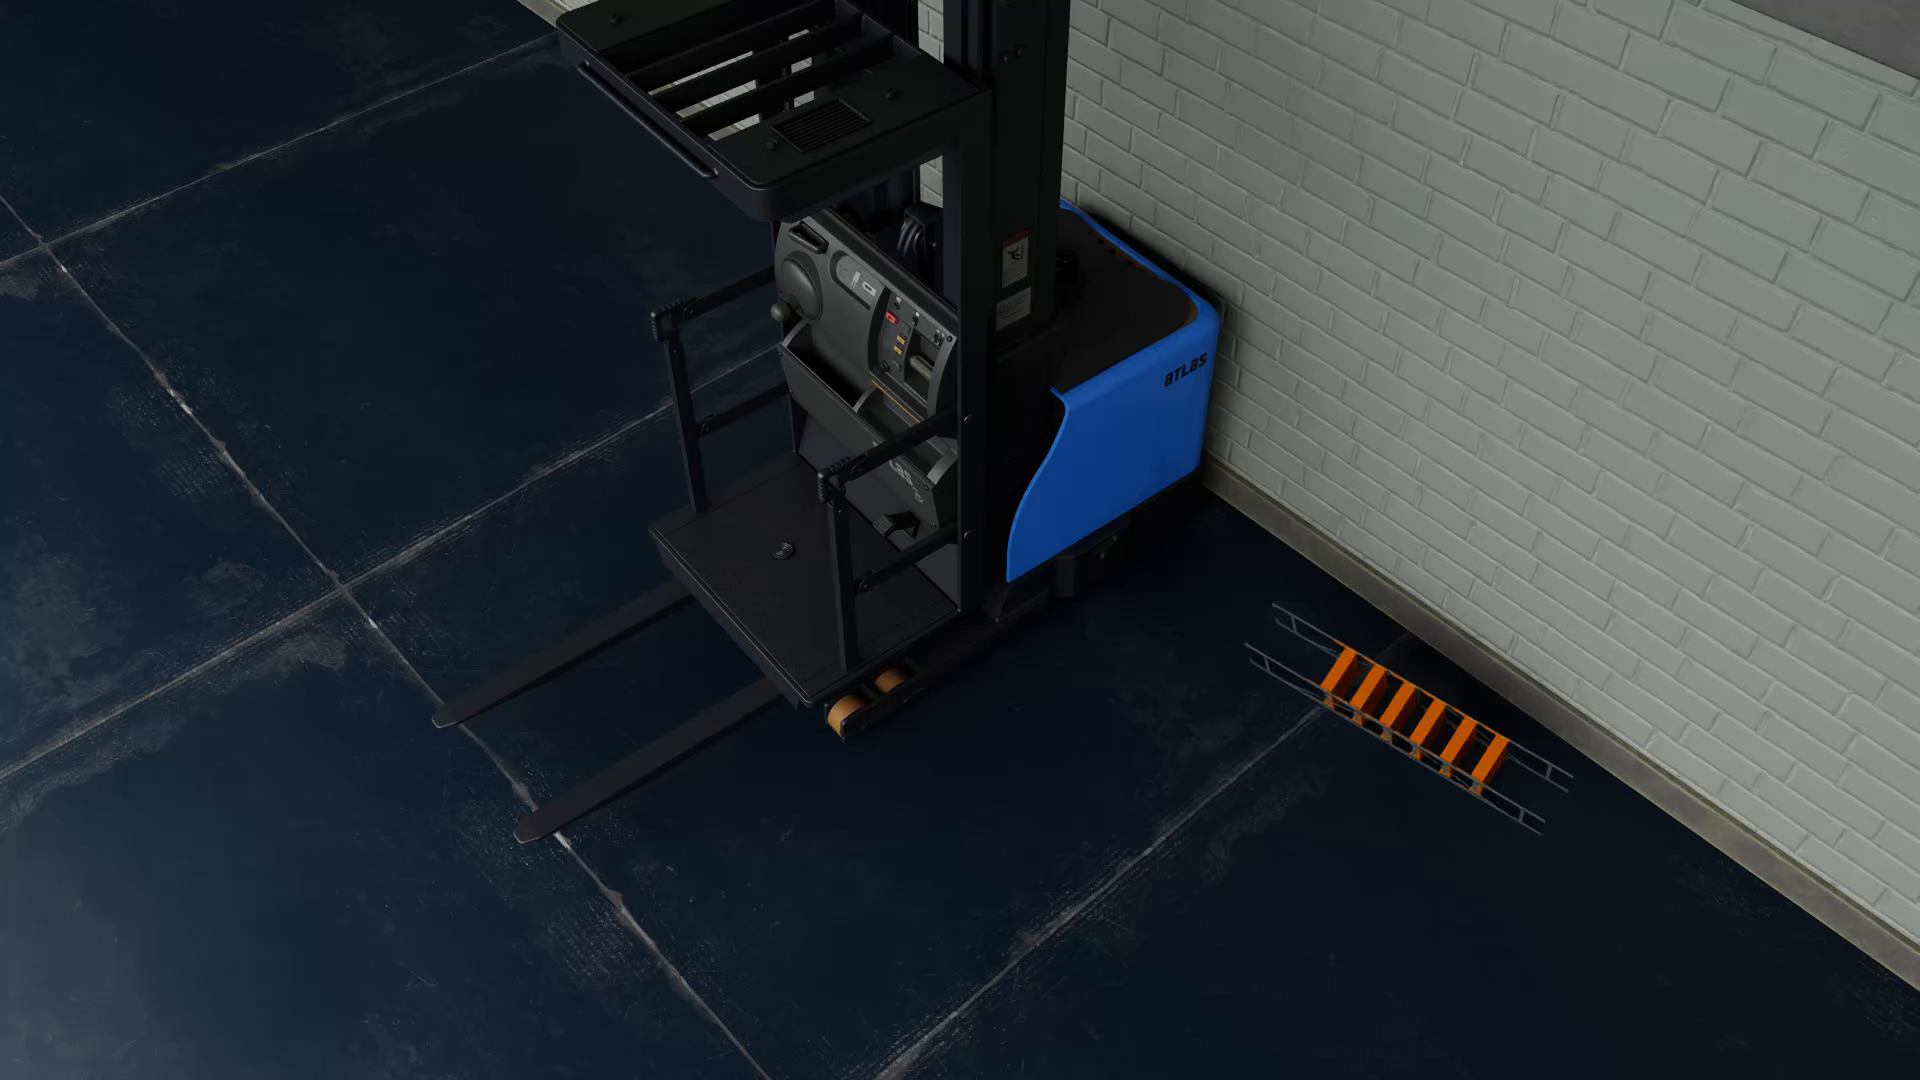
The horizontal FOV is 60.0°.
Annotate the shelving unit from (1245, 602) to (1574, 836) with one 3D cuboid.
[{"bbox_3d":[1.598,0.635,5.993,1.200,0.258,0.189,32,80,24],"label":"shelving unit"}]

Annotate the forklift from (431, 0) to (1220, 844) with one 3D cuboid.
[{"bbox_3d":[-0.490,-0.709,5.463,3.031,2.935,1.130,-30,54,-25],"label":"forklift"}]

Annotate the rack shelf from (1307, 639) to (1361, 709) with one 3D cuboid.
[{"bbox_3d":[1.376,0.499,6.109,0.103,0.258,0.180,32,80,24],"label":"rack shelf"}]

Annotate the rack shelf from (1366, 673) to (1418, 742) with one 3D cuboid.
[{"bbox_3d":[1.563,0.614,6.012,0.103,0.258,0.180,32,80,24],"label":"rack shelf"}]

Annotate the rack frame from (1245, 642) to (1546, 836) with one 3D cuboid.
[{"bbox_3d":[1.545,0.708,5.979,1.200,0.240,0.006,32,80,24],"label":"rack frame"}]

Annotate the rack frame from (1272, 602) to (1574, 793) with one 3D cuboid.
[{"bbox_3d":[1.650,0.562,6.008,1.200,0.240,0.006,32,80,24],"label":"rack frame"}]

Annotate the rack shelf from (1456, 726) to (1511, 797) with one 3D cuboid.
[{"bbox_3d":[1.843,0.786,5.865,0.103,0.258,0.180,32,80,24],"label":"rack shelf"}]

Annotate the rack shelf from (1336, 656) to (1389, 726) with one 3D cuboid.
[{"bbox_3d":[1.470,0.556,6.061,0.103,0.258,0.180,32,80,24],"label":"rack shelf"}]

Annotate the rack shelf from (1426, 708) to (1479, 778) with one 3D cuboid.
[{"bbox_3d":[1.750,0.728,5.914,0.103,0.258,0.180,32,80,24],"label":"rack shelf"}]

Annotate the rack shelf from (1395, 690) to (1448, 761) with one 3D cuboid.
[{"bbox_3d":[1.656,0.671,5.963,0.103,0.258,0.180,32,80,24],"label":"rack shelf"}]
